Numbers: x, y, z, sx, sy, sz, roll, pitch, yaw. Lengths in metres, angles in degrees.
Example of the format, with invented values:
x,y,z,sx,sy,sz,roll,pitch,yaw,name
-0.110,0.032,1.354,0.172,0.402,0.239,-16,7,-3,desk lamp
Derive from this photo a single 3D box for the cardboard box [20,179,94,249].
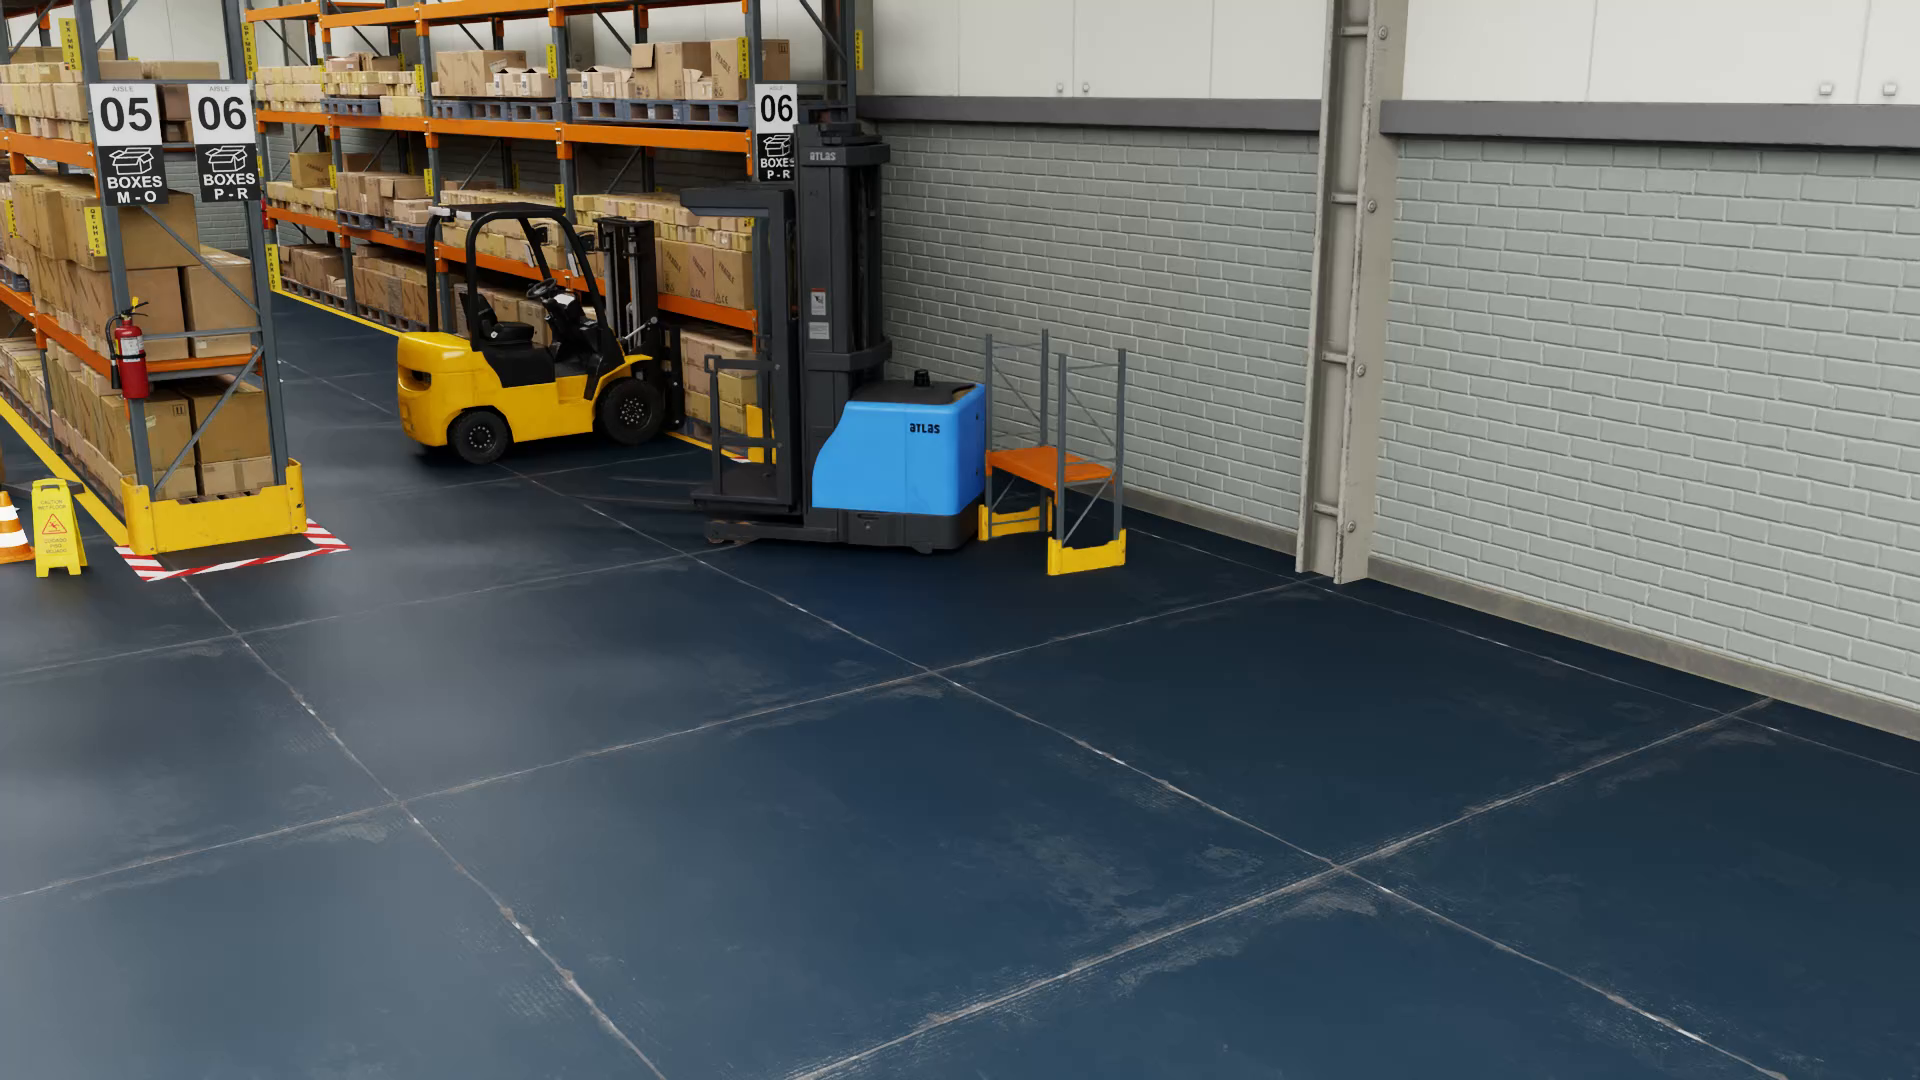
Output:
x,y,z,sx,sy,sz,roll,pitch,yaw,name
-7.055,-2.617,13.310,0.700,0.500,0.500,-11,19,-36,cardboard box

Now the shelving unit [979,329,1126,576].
x,y,z,sx,sy,sz,roll,pitch,yaw,name
0.636,-0.643,11.584,0.587,1.500,1.083,-8,17,-26,shelving unit

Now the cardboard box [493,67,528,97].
x,y,z,sx,sy,sz,roll,pitch,yaw,name
-4.756,-5.001,18.169,0.500,0.311,0.500,-12,19,-36,cardboard box

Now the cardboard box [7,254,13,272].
x,y,z,sx,sy,sz,roll,pitch,yaw,name
-8.695,-2.606,15.594,0.380,0.149,0.250,-11,19,-34,cardboard box

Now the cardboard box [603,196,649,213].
x,y,z,sx,sy,sz,roll,pitch,yaw,name
-3.350,-3.362,16.694,0.380,0.149,0.250,-11,19,-36,cardboard box

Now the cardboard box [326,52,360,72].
x,y,z,sx,sy,sz,roll,pitch,yaw,name
-8.491,-6.575,22.879,0.396,0.266,0.258,-11,19,-35,cardboard box

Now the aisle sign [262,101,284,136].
x,y,z,sx,sy,sz,roll,pitch,yaw,name
-11.015,-6.851,26.502,0.394,0.787,0.004,-11,19,-35,aisle sign

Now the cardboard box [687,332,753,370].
x,y,z,sx,sy,sz,roll,pitch,yaw,name
-2.158,-1.728,15.228,0.500,0.250,0.500,-10,18,-34,cardboard box

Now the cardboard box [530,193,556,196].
x,y,z,sx,sy,sz,roll,pitch,yaw,name
-4.826,-3.990,19.554,0.380,0.149,0.250,-11,19,-35,cardboard box

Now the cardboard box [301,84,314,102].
x,y,z,sx,sy,sz,roll,pitch,yaw,name
-9.186,-6.466,24.056,0.500,0.250,0.500,-12,19,-36,cardboard box

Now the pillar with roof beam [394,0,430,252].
x,y,z,sx,sy,sz,roll,pitch,yaw,name
-11.548,-7.288,21.659,9.100,9.000,0.400,-11,19,-35,pillar with roof beam

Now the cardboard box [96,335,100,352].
x,y,z,sx,sy,sz,roll,pitch,yaw,name
-6.108,-1.461,12.208,0.380,0.149,0.250,-11,19,-35,cardboard box

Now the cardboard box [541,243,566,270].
x,y,z,sx,sy,sz,roll,pitch,yaw,name
-4.190,-3.061,17.861,0.500,0.250,0.500,-10,18,-33,cardboard box

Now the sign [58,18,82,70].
x,y,z,sx,sy,sz,roll,pitch,yaw,name
-5.804,-3.233,10.846,0.100,0.325,0.005,-11,19,-35,sign

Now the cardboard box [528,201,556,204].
x,y,z,sx,sy,sz,roll,pitch,yaw,name
-4.592,-3.614,18.180,0.380,0.149,0.250,-12,19,-36,cardboard box

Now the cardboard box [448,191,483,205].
x,y,z,sx,sy,sz,roll,pitch,yaw,name
-5.927,-4.111,19.995,0.380,0.149,0.250,-10,18,-33,cardboard box

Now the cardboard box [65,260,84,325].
x,y,z,sx,sy,sz,roll,pitch,yaw,name
-6.467,-1.920,12.658,0.500,0.500,0.500,-11,19,-35,cardboard box

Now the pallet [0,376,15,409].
x,y,z,sx,sy,sz,roll,pitch,yaw,name
-9.588,-1.637,17.657,1.003,0.211,1.213,-11,19,-35,pallet

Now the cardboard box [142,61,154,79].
x,y,z,sx,sy,sz,roll,pitch,yaw,name
-5.548,-3.310,11.770,0.380,0.149,0.250,-11,19,-35,cardboard box

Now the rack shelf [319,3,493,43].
x,y,z,sx,sy,sz,roll,pitch,yaw,name
-7.210,-6.701,21.633,1.077,0.370,4.000,-11,19,-35,rack shelf

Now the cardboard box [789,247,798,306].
x,y,z,sx,sy,sz,roll,pitch,yaw,name
-1.397,-2.409,15.006,0.500,0.500,0.500,-10,18,-33,cardboard box

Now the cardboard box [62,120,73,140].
x,y,z,sx,sy,sz,roll,pitch,yaw,name
-6.360,-3.019,12.220,0.380,0.149,0.250,-11,19,-35,cardboard box

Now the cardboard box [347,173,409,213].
x,y,z,sx,sy,sz,roll,pitch,yaw,name
-7.978,-4.776,22.861,0.700,0.500,0.500,-11,19,-34,cardboard box

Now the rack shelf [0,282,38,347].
x,y,z,sx,sy,sz,roll,pitch,yaw,name
-8.871,-2.375,16.434,1.077,0.370,4.000,-11,19,-35,rack shelf

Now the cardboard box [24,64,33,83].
x,y,z,sx,sy,sz,roll,pitch,yaw,name
-7.130,-3.673,13.097,0.380,0.149,0.250,-12,19,-36,cardboard box

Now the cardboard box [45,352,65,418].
x,y,z,sx,sy,sz,roll,pitch,yaw,name
-7.566,-1.365,14.373,0.500,0.500,0.500,-10,18,-32,cardboard box

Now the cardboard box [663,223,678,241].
x,y,z,sx,sy,sz,roll,pitch,yaw,name
-2.535,-2.874,15.475,0.380,0.149,0.250,-11,19,-34,cardboard box

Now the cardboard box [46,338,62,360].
x,y,z,sx,sy,sz,roll,pitch,yaw,name
-7.541,-1.642,14.156,0.380,0.149,0.250,-11,19,-34,cardboard box

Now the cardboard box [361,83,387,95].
x,y,z,sx,sy,sz,roll,pitch,yaw,name
-7.607,-5.901,21.763,0.380,0.149,0.250,-10,18,-33,cardboard box

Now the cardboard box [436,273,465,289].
x,y,z,sx,sy,sz,roll,pitch,yaw,name
-6.529,-3.296,21.147,0.380,0.149,0.250,-12,19,-37,cardboard box

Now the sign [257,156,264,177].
x,y,z,sx,sy,sz,roll,pitch,yaw,name
-11.176,-5.962,26.536,0.100,0.325,0.005,-11,19,-35,sign

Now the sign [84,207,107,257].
x,y,z,sx,sy,sz,roll,pitch,yaw,name
-5.804,-2.070,11.164,0.100,0.325,0.005,-11,19,-35,sign

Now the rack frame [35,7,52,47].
x,y,z,sx,sy,sz,roll,pitch,yaw,name
-10.047,-6.042,17.107,1.000,3.000,0.127,-11,19,-35,rack frame

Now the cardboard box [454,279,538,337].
x,y,z,sx,sy,sz,roll,pitch,yaw,name
-5.678,-2.842,20.481,0.875,0.625,0.625,-10,18,-33,cardboard box

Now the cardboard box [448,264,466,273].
x,y,z,sx,sy,sz,roll,pitch,yaw,name
-6.711,-3.612,22.301,0.380,0.149,0.250,-11,19,-36,cardboard box

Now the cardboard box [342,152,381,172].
x,y,z,sx,sy,sz,roll,pitch,yaw,name
-9.046,-5.566,25.032,0.500,0.500,0.500,-11,19,-36,cardboard box

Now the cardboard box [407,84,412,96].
x,y,z,sx,sy,sz,roll,pitch,yaw,name
-6.707,-5.644,20.861,0.380,0.149,0.250,-10,18,-33,cardboard box

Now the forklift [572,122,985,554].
x,y,z,sx,sy,sz,roll,pitch,yaw,name
-1.351,-1.507,12.031,3.031,2.935,1.130,4,16,14,forklift

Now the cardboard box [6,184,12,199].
x,y,z,sx,sy,sz,roll,pitch,yaw,name
-8.565,-3.211,15.347,0.380,0.149,0.250,-12,19,-36,cardboard box

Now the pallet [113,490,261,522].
x,y,z,sx,sy,sz,roll,pitch,yaw,name
-5.837,-0.291,12.739,1.003,0.211,1.213,-11,19,-35,pallet

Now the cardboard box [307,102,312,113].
x,y,z,sx,sy,sz,roll,pitch,yaw,name
-9.269,-6.295,24.189,0.380,0.149,0.250,-11,19,-35,cardboard box

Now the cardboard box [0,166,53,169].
x,y,z,sx,sy,sz,roll,pitch,yaw,name
-10.438,-3.927,18.659,0.500,0.500,0.500,-11,19,-34,cardboard box

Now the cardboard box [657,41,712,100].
x,y,z,sx,sy,sz,roll,pitch,yaw,name
-2.309,-4.249,15.061,0.700,0.500,0.500,-11,19,-34,cardboard box

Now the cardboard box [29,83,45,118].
x,y,z,sx,sy,sz,roll,pitch,yaw,name
-6.764,-3.351,12.676,0.500,0.250,0.500,-11,19,-34,cardboard box

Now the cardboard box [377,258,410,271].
x,y,z,sx,sy,sz,roll,pitch,yaw,name
-7.832,-3.810,23.024,0.380,0.149,0.250,-11,19,-35,cardboard box

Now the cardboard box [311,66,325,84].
x,y,z,sx,sy,sz,roll,pitch,yaw,name
-8.877,-6.604,23.613,0.500,0.250,0.500,-11,19,-34,cardboard box

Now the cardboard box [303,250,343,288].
x,y,z,sx,sy,sz,roll,pitch,yaw,name
-9.754,-4.163,25.544,0.500,0.500,0.500,-10,18,-34,cardboard box

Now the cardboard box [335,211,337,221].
x,y,z,sx,sy,sz,roll,pitch,yaw,name
-8.777,-4.682,23.976,0.380,0.149,0.250,-11,19,-34,cardboard box

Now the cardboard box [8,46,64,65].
x,y,z,sx,sy,sz,roll,pitch,yaw,name
-8.139,-4.217,14.661,0.500,0.250,0.500,-10,18,-33,cardboard box

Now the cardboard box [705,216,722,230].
x,y,z,sx,sy,sz,roll,pitch,yaw,name
-2.057,-2.860,14.861,0.380,0.149,0.250,-10,18,-33,cardboard box

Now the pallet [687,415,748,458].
x,y,z,sx,sy,sz,roll,pitch,yaw,name
-1.814,-1.024,15.416,1.003,0.211,1.213,-11,19,-35,pallet

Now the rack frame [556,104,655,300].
x,y,z,sx,sy,sz,roll,pitch,yaw,name
-3.682,-3.066,17.596,1.000,3.000,0.127,-11,19,-35,rack frame

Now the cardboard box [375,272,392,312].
x,y,z,sx,sy,sz,roll,pitch,yaw,name
-7.672,-3.414,22.805,0.500,0.500,0.500,-12,19,-36,cardboard box
